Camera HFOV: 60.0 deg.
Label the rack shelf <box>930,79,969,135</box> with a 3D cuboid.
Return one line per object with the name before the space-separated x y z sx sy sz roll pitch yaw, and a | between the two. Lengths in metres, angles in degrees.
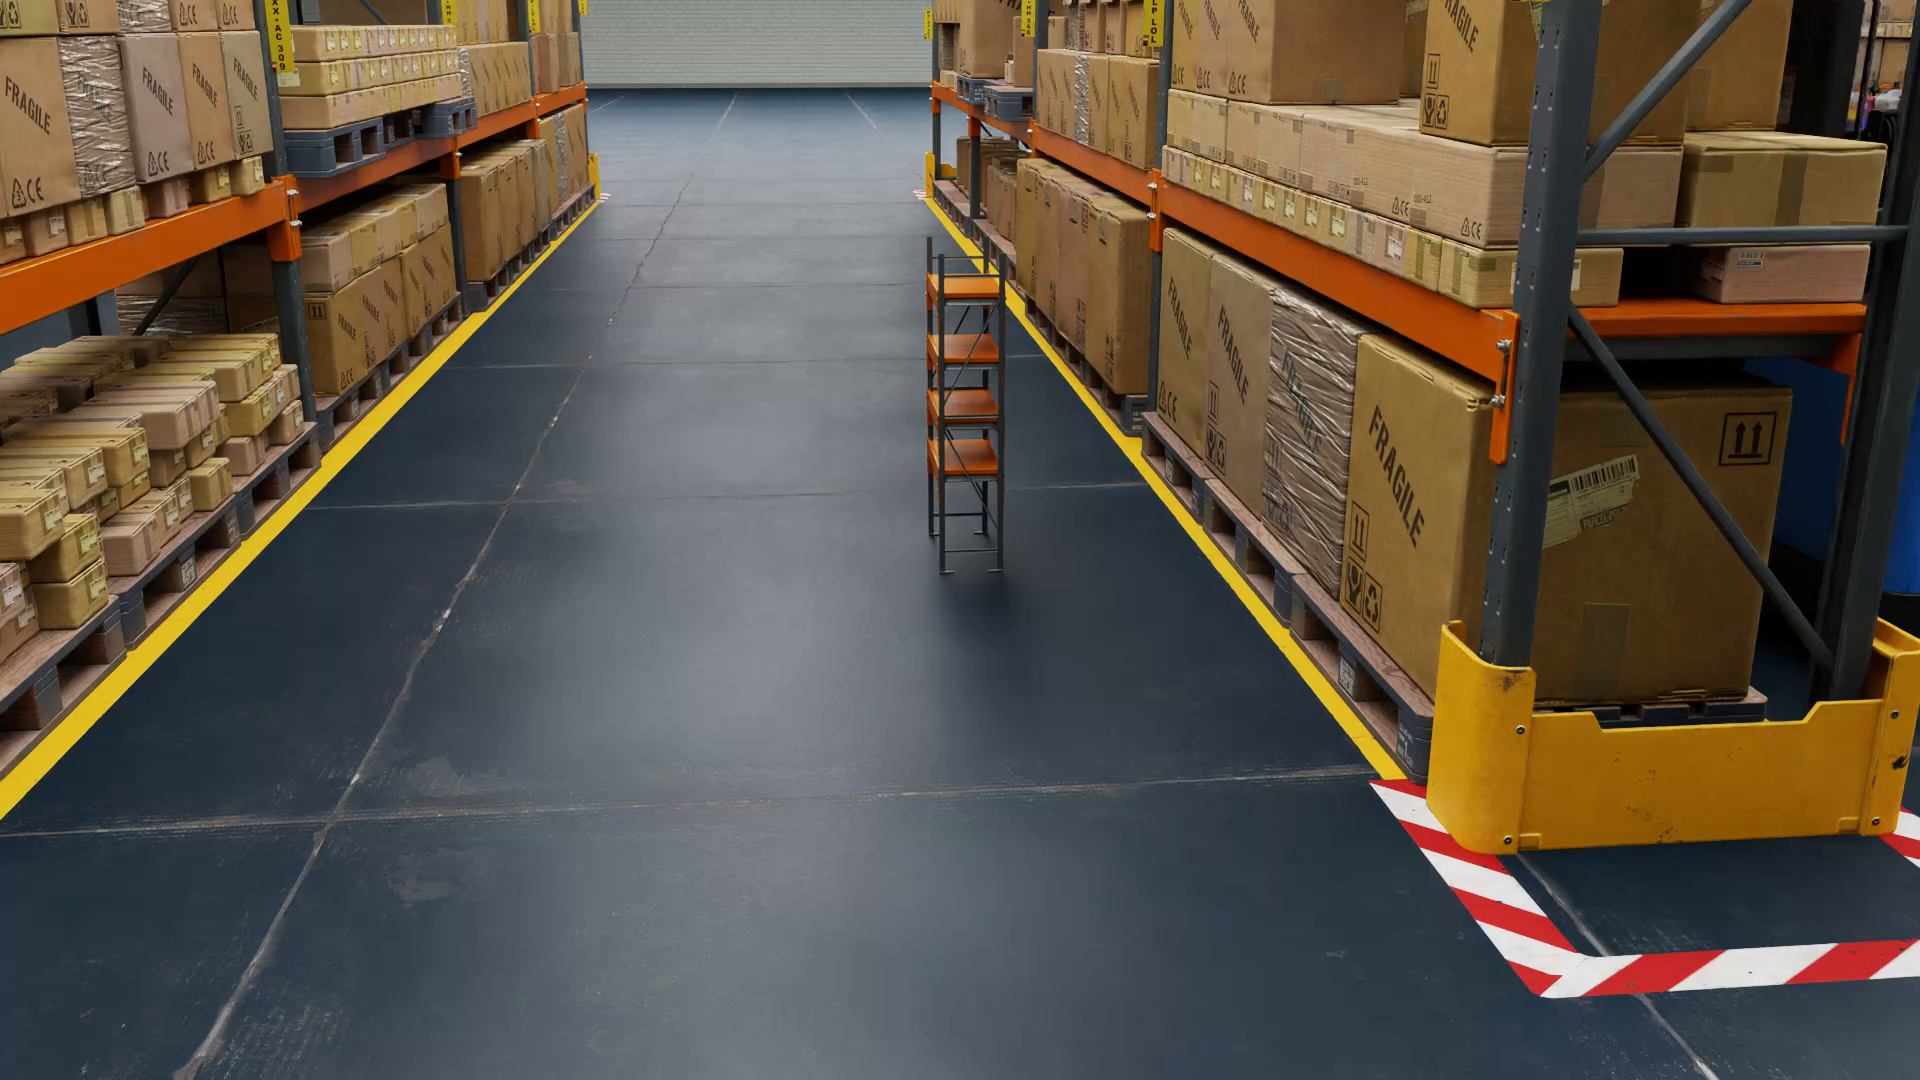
rack shelf | 0.389 -4.544 17.345 1.077 0.370 4.000 -2 18 -6

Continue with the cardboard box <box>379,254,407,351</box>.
cardboard box | -3.460 -1.334 9.391 0.500 0.500 0.500 -1 17 -5

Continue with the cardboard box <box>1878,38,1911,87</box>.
cardboard box | 10.288 -5.083 17.692 0.700 0.500 0.500 -2 17 -5

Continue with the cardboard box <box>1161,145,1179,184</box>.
cardboard box | 1.120 -1.690 7.471 0.380 0.149 0.250 -2 18 -6

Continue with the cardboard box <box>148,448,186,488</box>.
cardboard box | -3.108 -0.290 6.155 0.380 0.149 0.250 -3 18 -8

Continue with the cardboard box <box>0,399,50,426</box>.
cardboard box | -3.545 -0.408 6.035 0.380 0.149 0.250 -3 18 -8

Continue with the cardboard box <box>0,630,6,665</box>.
cardboard box | -2.955 0.325 4.692 0.380 0.149 0.250 -2 18 -6

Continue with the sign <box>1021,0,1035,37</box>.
sign | 0.469 -3.595 11.319 0.100 0.325 0.005 -2 18 -6

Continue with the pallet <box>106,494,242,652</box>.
pallet | -3.290 0.109 5.978 1.003 0.211 1.213 -2 18 -6

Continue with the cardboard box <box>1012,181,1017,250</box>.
cardboard box | 0.783 -2.650 13.548 0.700 0.500 0.500 0 17 -1

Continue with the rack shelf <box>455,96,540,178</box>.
rack shelf | -4.143 -3.229 13.156 1.077 0.370 4.000 -2 18 -6

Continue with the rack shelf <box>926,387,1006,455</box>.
rack shelf | 0.017 -0.459 6.360 0.258 0.148 0.480 -2 18 -6

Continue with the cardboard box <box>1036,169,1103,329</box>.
cardboard box | 1.142 -1.814 10.295 1.225 0.875 0.875 -2 18 -5

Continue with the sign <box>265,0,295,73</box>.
sign | -2.985 -2.217 7.286 0.100 0.325 0.005 -2 18 -6

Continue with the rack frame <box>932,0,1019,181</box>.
rack frame | 0.182 -5.483 19.135 1.000 3.000 0.127 -2 18 -6

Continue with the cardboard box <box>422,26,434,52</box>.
cardboard box | -3.348 -2.977 9.876 0.380 0.149 0.250 -1 17 -4

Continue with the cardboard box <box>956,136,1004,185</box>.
cardboard box | 0.230 -4.304 18.852 0.500 0.500 0.500 1 17 5

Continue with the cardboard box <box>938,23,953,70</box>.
cardboard box | 0.212 -5.508 18.551 0.875 0.500 0.500 -2 18 -6

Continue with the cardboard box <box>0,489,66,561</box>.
cardboard box | -2.874 -0.041 4.866 0.380 0.149 0.250 -2 18 -6

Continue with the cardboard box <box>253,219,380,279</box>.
cardboard box | -3.395 -1.537 8.786 0.500 0.250 0.500 -1 17 -4

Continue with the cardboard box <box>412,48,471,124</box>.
cardboard box | -3.714 -3.166 11.588 0.500 0.500 0.500 -2 17 -5

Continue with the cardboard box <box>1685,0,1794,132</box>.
cardboard box | 2.000 -1.445 4.773 0.500 0.500 0.500 -2 18 -7

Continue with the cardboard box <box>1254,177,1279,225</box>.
cardboard box | 1.282 -1.225 5.992 0.380 0.149 0.250 -2 18 -7

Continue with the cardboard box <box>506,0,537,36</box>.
cardboard box | -4.353 -4.866 15.116 0.875 0.550 0.550 -2 18 -6

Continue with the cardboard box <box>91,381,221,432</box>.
cardboard box | -3.061 -0.505 6.342 0.380 0.149 0.250 -3 18 -8

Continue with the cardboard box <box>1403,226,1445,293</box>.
cardboard box | 1.440 -0.770 4.541 0.380 0.149 0.250 -2 18 -5

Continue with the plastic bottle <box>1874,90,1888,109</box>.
plastic bottle | 5.761 -2.673 10.398 0.097 0.271 0.097 0 17 0

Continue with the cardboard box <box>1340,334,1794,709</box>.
cardboard box | 1.687 -0.091 4.806 0.875 0.875 0.875 -2 18 -6

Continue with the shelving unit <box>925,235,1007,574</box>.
shelving unit | 0.017 -0.523 6.340 0.258 1.200 0.503 -2 18 -6

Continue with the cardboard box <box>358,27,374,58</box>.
cardboard box | -3.189 -2.515 8.404 0.380 0.149 0.250 -2 18 -6

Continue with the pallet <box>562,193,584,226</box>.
pallet | -4.479 -3.431 17.254 1.003 0.211 1.213 -2 18 -6

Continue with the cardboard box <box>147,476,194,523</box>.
cardboard box | -3.078 -0.131 6.144 0.380 0.149 0.250 -1 17 -5

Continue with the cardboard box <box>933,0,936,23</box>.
cardboard box | -0.032 -5.978 18.377 0.500 0.500 0.500 -2 18 -6

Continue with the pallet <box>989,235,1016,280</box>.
pallet | 0.806 -2.365 13.857 1.003 0.211 1.213 -2 18 -6

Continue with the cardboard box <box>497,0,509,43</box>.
cardboard box | -4.292 -4.545 14.311 0.700 0.500 0.500 -2 18 -7

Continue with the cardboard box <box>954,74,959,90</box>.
cardboard box | 0.140 -4.674 16.977 0.380 0.149 0.250 -2 18 -6

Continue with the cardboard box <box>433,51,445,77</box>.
cardboard box | -3.374 -2.908 10.154 0.380 0.149 0.250 -1 17 -4

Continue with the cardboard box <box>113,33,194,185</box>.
cardboard box | -3.090 -1.536 5.899 0.500 0.500 0.500 -2 18 -6

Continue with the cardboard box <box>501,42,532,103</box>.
cardboard box | -4.029 -4.069 14.463 0.500 0.500 0.500 -2 18 -6

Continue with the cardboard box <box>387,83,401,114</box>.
cardboard box | -3.247 -2.386 8.987 0.380 0.149 0.250 -2 18 -7

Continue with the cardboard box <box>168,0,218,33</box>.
cardboard box | -3.148 -2.166 6.236 0.500 0.500 0.500 -2 18 -7

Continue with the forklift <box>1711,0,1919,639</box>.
forklift | 3.132 -1.399 6.240 1.130 2.935 3.031 -3 18 -8

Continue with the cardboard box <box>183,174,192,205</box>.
cardboard box | -3.200 -1.353 6.400 0.380 0.149 0.250 -2 18 -7

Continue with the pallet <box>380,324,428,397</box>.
pallet | -3.735 -1.051 9.672 1.003 0.211 1.213 -2 18 -6

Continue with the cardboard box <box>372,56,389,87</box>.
cardboard box | -3.220 -2.451 8.697 0.380 0.149 0.250 -1 17 -3

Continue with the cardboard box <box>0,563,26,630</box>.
cardboard box | -2.882 0.177 4.666 0.380 0.149 0.250 -2 18 -6

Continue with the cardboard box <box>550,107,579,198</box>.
cardboard box | -4.533 -4.085 17.526 0.875 0.875 0.875 -2 18 -7

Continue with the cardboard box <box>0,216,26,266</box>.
cardboard box | -3.027 -0.891 4.926 0.380 0.149 0.250 -2 18 -6

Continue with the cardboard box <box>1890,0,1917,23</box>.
cardboard box | 10.292 -5.695 17.476 0.700 0.500 0.500 -2 18 -6

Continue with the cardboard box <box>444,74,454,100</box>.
cardboard box | -3.404 -2.850 10.467 0.380 0.149 0.250 -2 18 -6

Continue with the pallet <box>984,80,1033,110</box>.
pallet | 0.763 -3.597 13.446 1.003 0.211 1.213 -2 18 -6

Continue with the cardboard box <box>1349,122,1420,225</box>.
cardboard box | 1.467 -1.074 4.844 0.500 0.250 0.500 -2 18 -7

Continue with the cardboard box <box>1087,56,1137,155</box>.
cardboard box | 0.995 -2.390 9.114 0.500 0.500 0.500 -2 18 -6

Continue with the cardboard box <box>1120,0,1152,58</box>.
cardboard box | 1.287 -2.829 8.839 0.797 0.503 0.637 -2 17 -5
